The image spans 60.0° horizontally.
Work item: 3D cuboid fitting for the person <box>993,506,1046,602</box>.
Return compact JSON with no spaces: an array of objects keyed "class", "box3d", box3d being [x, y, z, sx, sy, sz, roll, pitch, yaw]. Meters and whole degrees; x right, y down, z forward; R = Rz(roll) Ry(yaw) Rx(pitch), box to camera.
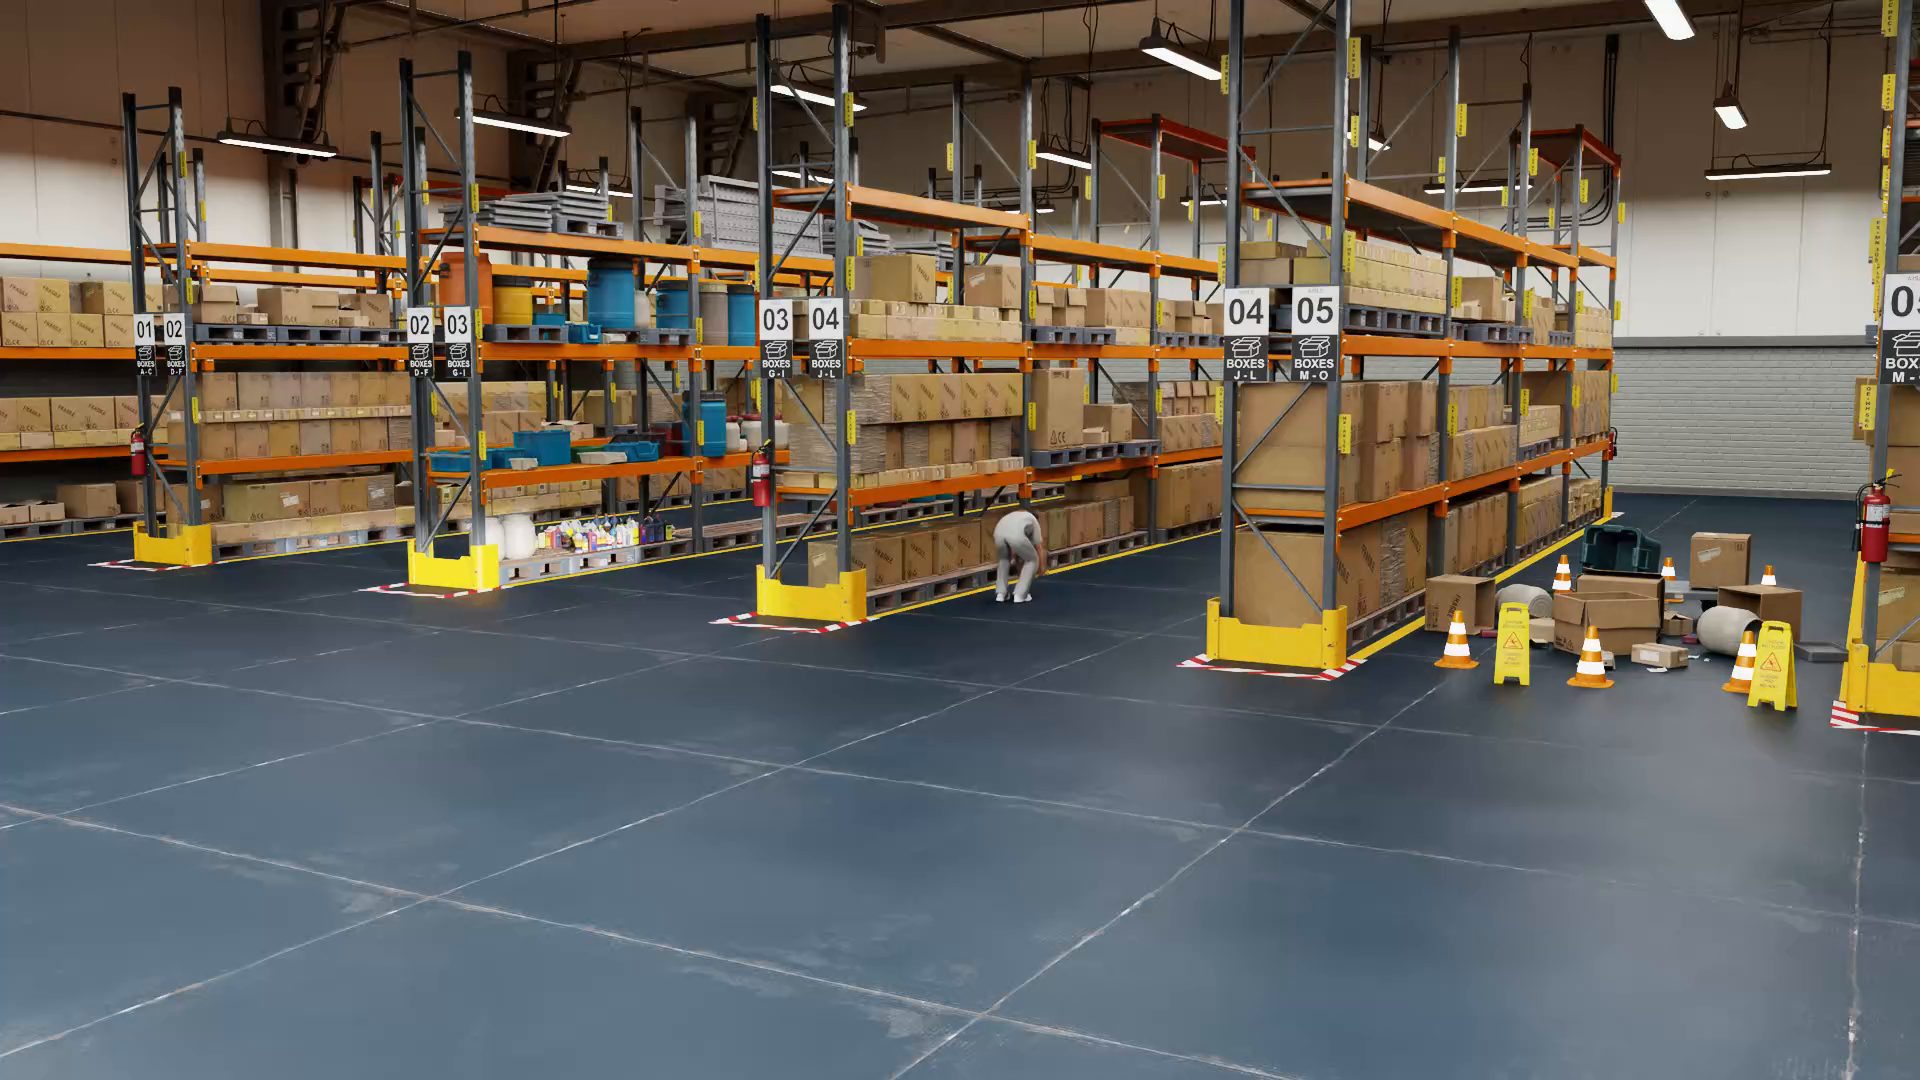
[{"class":"person","box3d":[0.649,0.144,18.145,0.471,1.009,0.867,3,7,25]}]
